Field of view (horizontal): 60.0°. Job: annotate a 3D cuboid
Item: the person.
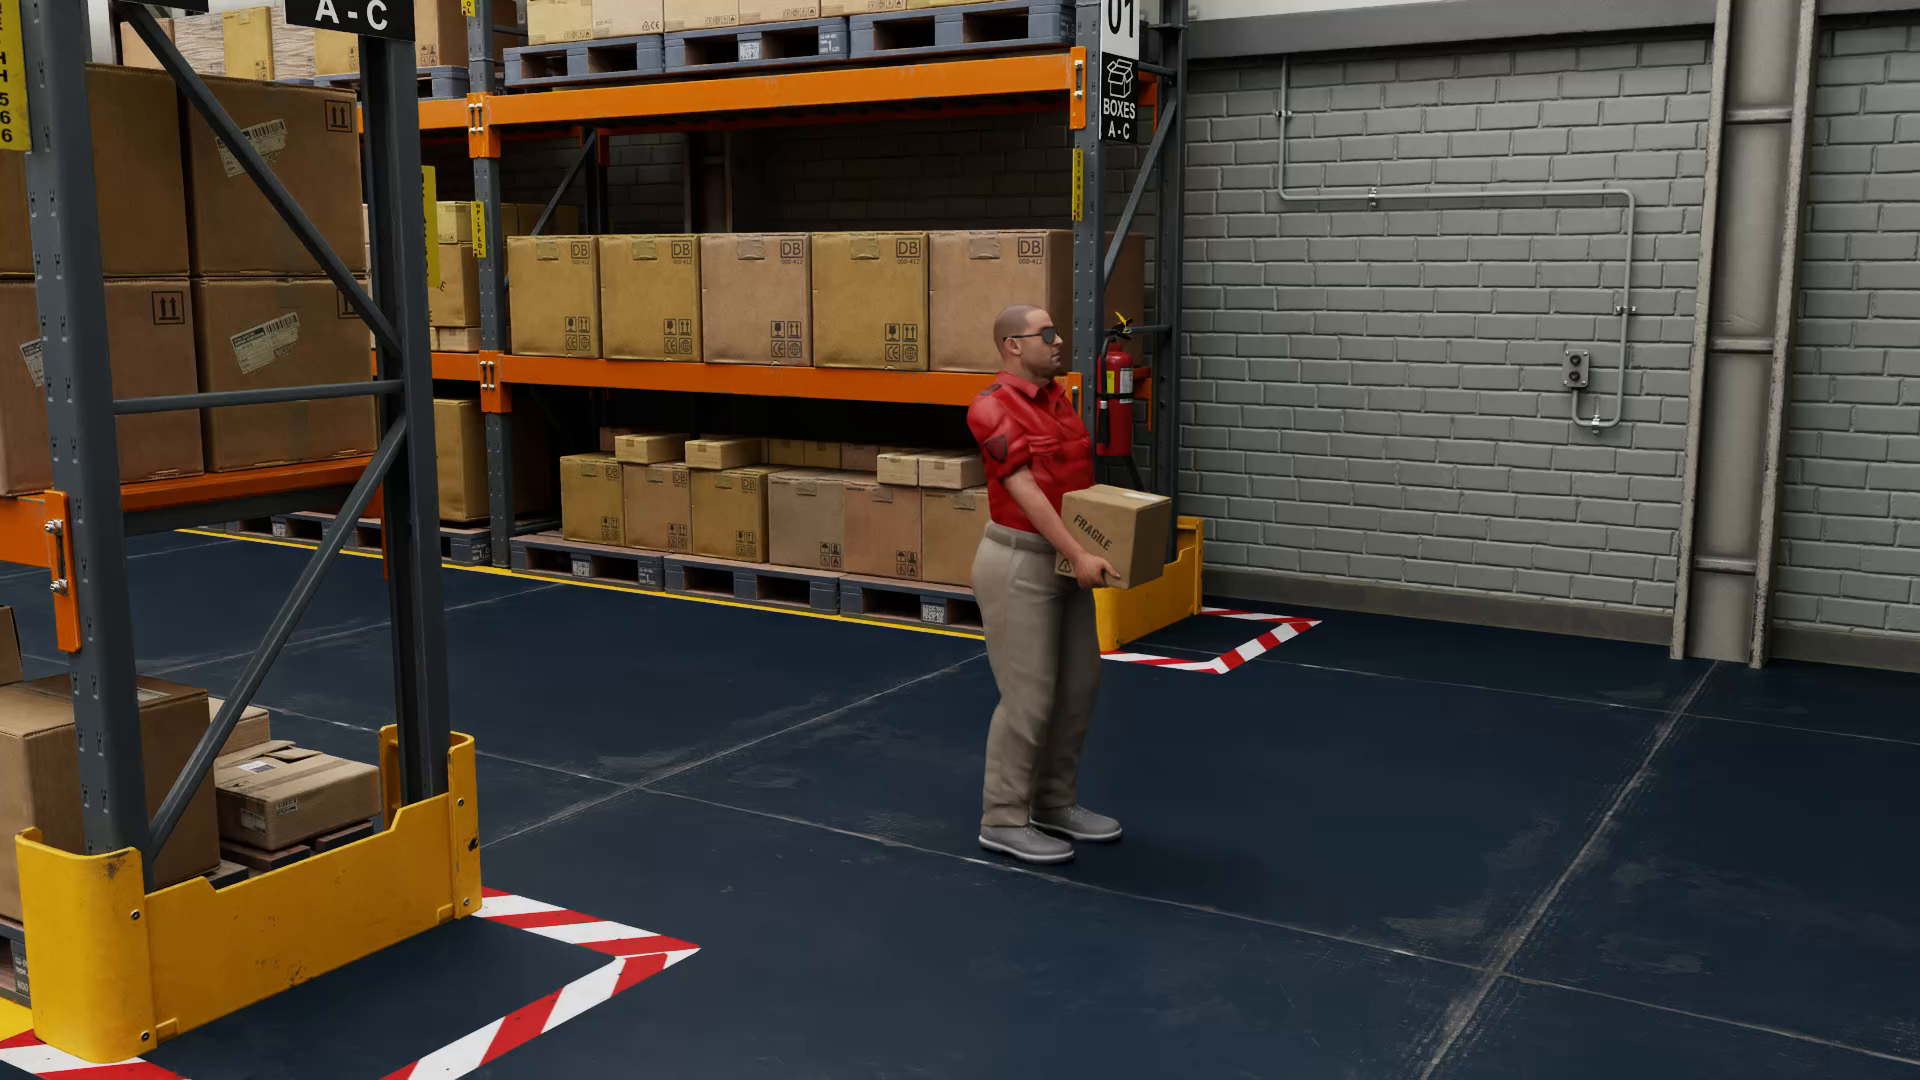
[{"bbox_3d":[0.328,0.125,5.206,0.530,1.712,0.493,6,11,31],"label":"person"}]
